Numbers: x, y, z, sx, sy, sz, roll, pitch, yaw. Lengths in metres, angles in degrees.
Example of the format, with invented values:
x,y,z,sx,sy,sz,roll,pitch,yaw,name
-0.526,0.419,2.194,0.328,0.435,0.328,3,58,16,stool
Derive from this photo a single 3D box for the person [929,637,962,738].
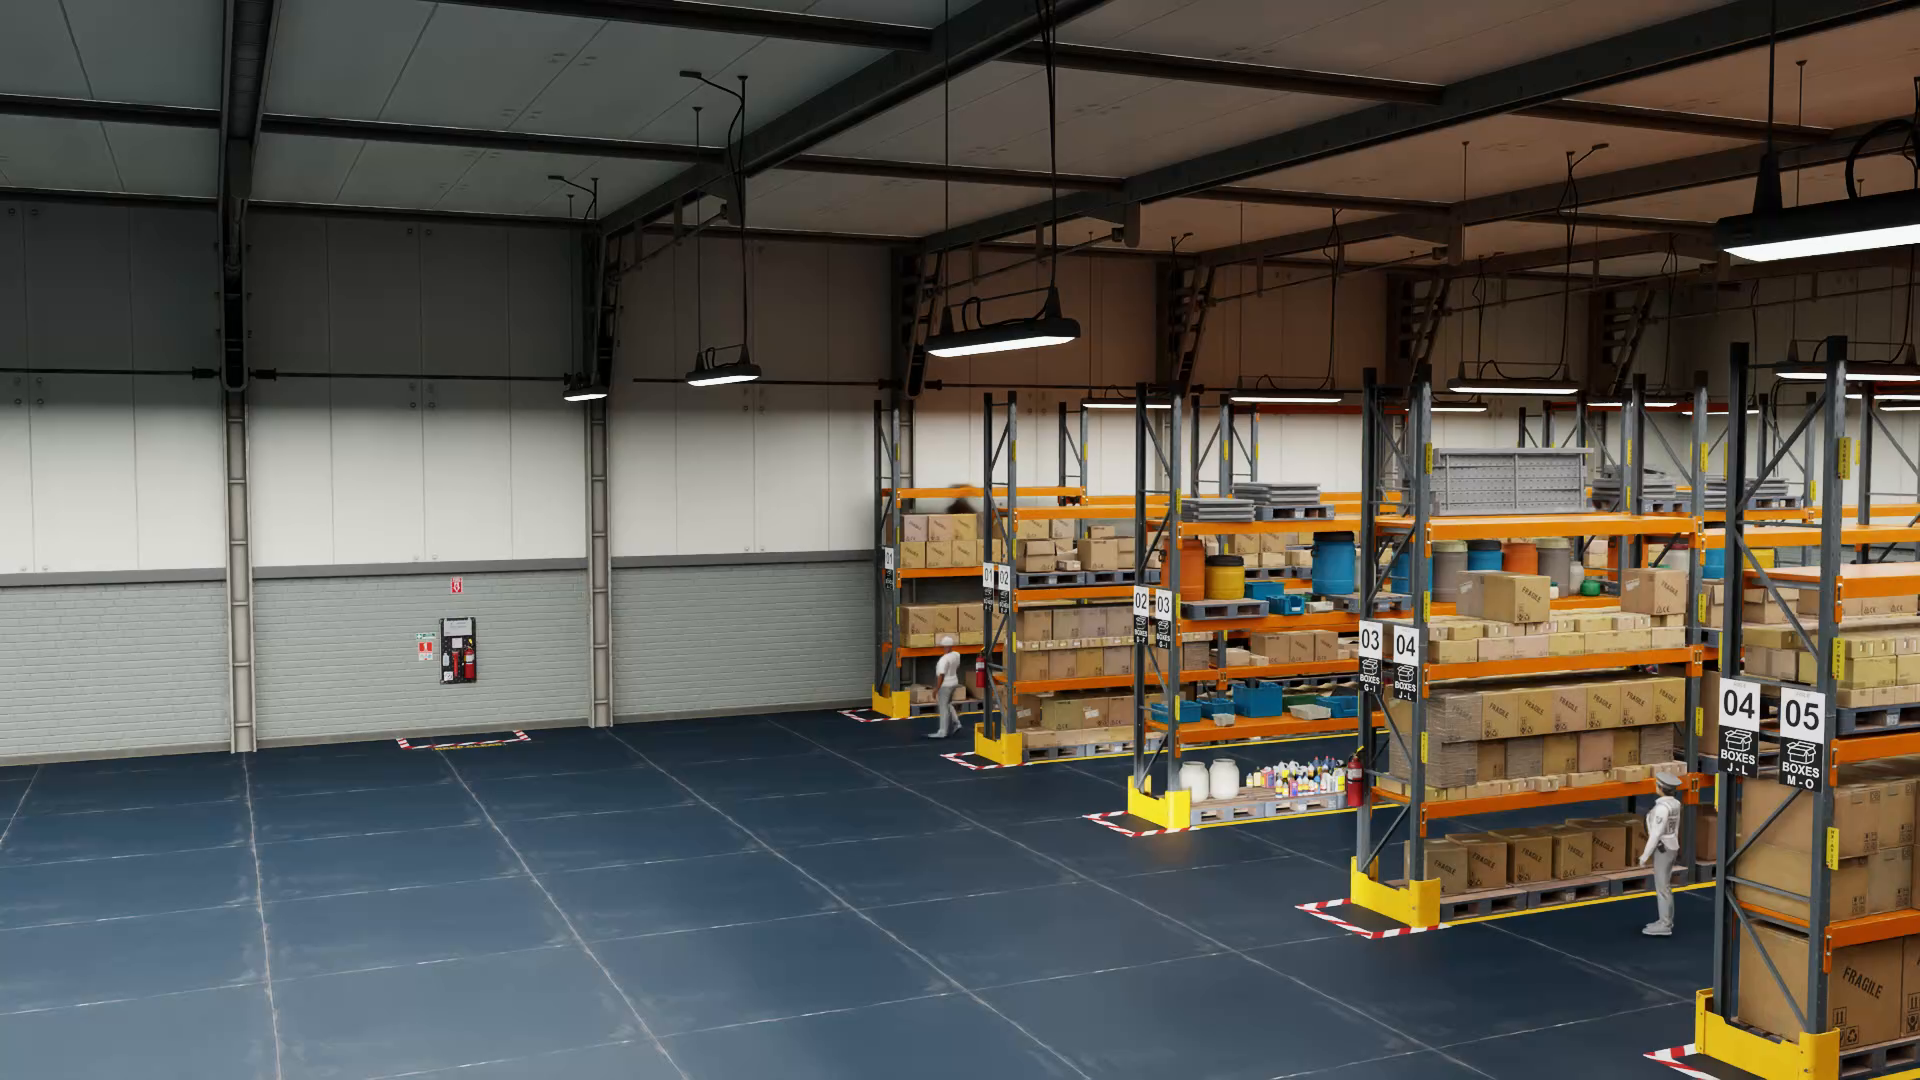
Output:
x,y,z,sx,sy,sz,roll,pitch,yaw,name
-0.231,2.572,29.244,0.468,1.763,0.671,1,4,22,person

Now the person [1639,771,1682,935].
x,y,z,sx,sy,sz,roll,pitch,yaw,name
7.384,3.293,17.553,0.402,1.703,0.489,1,4,23,person
